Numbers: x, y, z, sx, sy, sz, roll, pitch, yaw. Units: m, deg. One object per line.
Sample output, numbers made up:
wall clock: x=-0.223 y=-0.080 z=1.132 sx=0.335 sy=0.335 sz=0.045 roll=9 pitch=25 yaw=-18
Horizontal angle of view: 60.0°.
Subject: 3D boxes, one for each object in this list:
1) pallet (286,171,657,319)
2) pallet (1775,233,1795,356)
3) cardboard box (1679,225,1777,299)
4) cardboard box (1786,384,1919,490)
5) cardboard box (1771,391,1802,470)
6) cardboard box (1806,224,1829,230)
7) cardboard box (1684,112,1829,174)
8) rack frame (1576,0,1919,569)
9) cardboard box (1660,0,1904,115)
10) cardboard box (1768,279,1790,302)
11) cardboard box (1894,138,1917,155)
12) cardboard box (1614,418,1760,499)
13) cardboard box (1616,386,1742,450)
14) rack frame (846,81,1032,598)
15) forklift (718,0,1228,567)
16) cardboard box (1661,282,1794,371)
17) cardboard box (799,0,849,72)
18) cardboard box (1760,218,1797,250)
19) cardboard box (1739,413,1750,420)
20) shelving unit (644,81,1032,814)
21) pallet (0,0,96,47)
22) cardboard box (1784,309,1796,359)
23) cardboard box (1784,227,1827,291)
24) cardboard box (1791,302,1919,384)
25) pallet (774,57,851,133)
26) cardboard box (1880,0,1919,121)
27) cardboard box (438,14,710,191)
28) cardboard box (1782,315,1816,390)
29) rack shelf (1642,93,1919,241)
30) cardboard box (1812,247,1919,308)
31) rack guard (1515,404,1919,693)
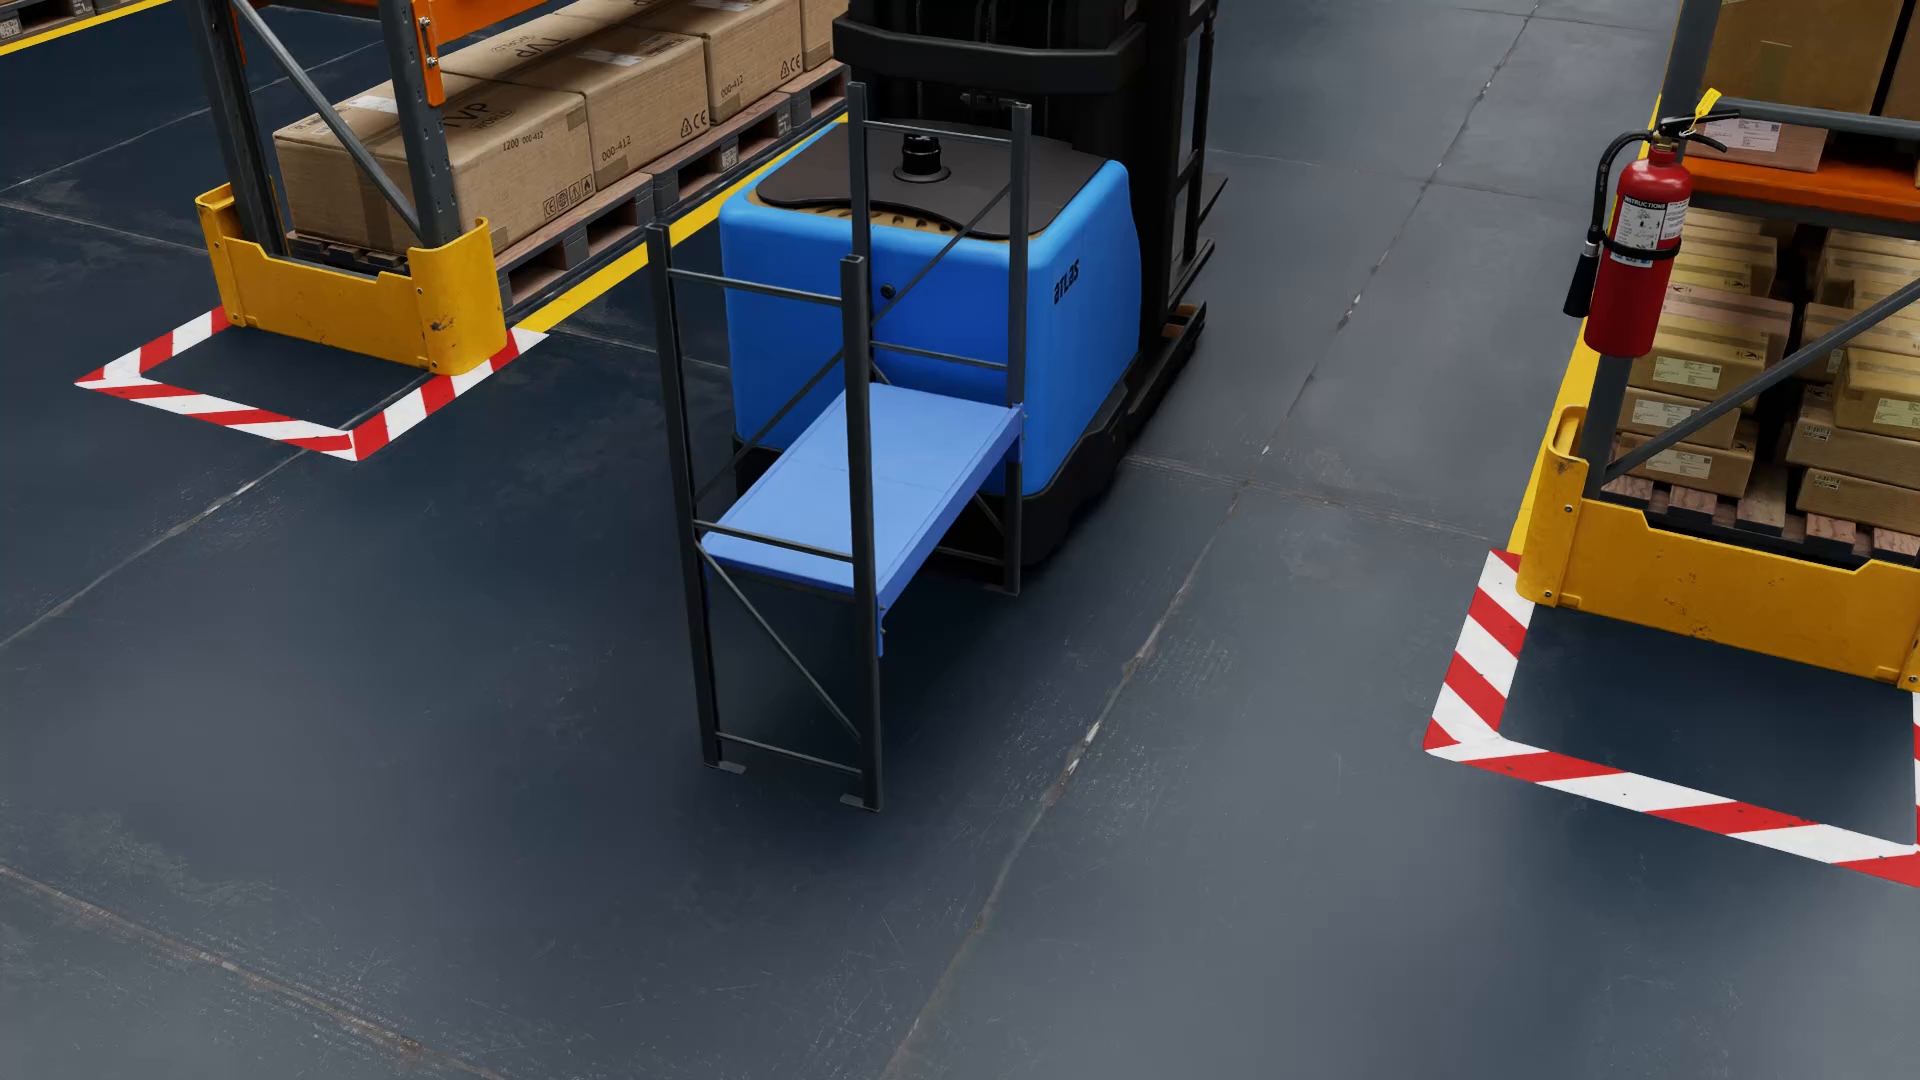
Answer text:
pallet: x=-2.047 y=-1.332 z=7.089 sx=1.003 sy=0.211 sz=1.213 roll=14 pitch=36 yaw=20
pallet: x=3.143 y=-0.870 z=6.384 sx=1.003 sy=0.211 sz=1.213 roll=14 pitch=36 yaw=20
cardboard box: x=2.535 y=-0.935 z=5.615 sx=0.380 sy=0.149 sz=0.250 roll=13 pitch=35 yaw=19
cardboard box: x=2.680 y=-0.306 z=4.927 sx=0.380 sy=0.149 sz=0.250 roll=16 pitch=36 yaw=22
cardboard box: x=2.772 y=-0.317 z=5.214 sx=0.380 sy=0.149 sz=0.250 roll=14 pitch=36 yaw=20
cardboard box: x=3.306 y=-1.219 z=6.048 sx=0.380 sy=0.149 sz=0.250 roll=14 pitch=36 yaw=21
cardboard box: x=2.107 y=-1.119 z=4.450 sx=0.380 sy=0.149 sz=0.250 roll=14 pitch=36 yaw=21
rack frame: x=2.227 y=-0.996 z=4.034 sx=1.000 sy=3.000 sz=0.127 roll=14 pitch=36 yaw=20
cardboard box: x=2.182 y=-1.446 z=4.357 sx=0.500 sy=0.500 sz=0.500 roll=15 pitch=36 yaw=21
cardboard box: x=2.611 y=-0.802 z=5.683 sx=0.380 sy=0.149 sz=0.250 roll=14 pitch=36 yaw=20
cardboard box: x=2.730 y=-1.114 z=4.442 sx=0.380 sy=0.149 sz=0.250 roll=15 pitch=36 yaw=22
cardboard box: x=2.258 y=-0.290 z=5.173 sx=0.380 sy=0.149 sz=0.250 roll=15 pitch=36 yaw=21
cardboard box: x=2.189 y=-0.433 z=5.120 sx=0.380 sy=0.149 sz=0.250 roll=13 pitch=36 yaw=19
rack frame: x=-0.057 y=-0.512 z=4.663 sx=0.500 sy=1.500 sz=0.032 roll=12 pitch=35 yaw=18
forklift: x=0.299 y=-1.944 z=5.542 sx=1.130 sy=2.935 sz=3.031 roll=12 pitch=35 yaw=18
cardboard box: x=2.376 y=-0.662 z=5.199 sx=0.380 sy=0.149 sz=0.250 roll=15 pitch=36 yaw=21
cardboard box: x=-0.998 y=-2.890 z=8.876 sx=0.875 sy=0.438 sz=0.875 roll=14 pitch=36 yaw=20
cardboard box: x=2.808 y=-1.187 z=6.000 sx=0.380 sy=0.149 sz=0.250 roll=13 pitch=35 yaw=19
cardboard box: x=2.463 y=-0.553 z=5.575 sx=0.380 sy=0.149 sz=0.250 roll=14 pitch=36 yaw=20
shelving unit: x=-0.245 y=-0.253 z=4.267 sx=0.538 sy=1.500 sz=1.048 roll=12 pitch=35 yaw=18
pallet: x=-5.945 y=-3.093 z=9.775 sx=1.003 sy=0.211 sz=1.213 roll=14 pitch=36 yaw=20
cardboard box: x=3.097 y=-0.693 z=5.788 sx=0.380 sy=0.149 sz=0.250 roll=14 pitch=36 yaw=21
cardboard box: x=3.174 y=-0.973 z=5.945 sx=0.380 sy=0.149 sz=0.250 roll=16 pitch=37 yaw=23
cardboard box: x=2.761 y=-0.577 z=5.068 sx=0.380 sy=0.149 sz=0.250 roll=15 pitch=36 yaw=21
pallet: x=-1.027 y=-2.547 z=8.942 sx=1.003 sy=0.211 sz=1.213 roll=14 pitch=36 yaw=20
cardboard box: x=2.666 y=-1.323 z=4.169 sx=0.500 sy=0.500 sz=0.500 roll=16 pitch=36 yaw=23
cardboard box: x=-1.750 y=-1.995 z=7.511 sx=0.875 sy=0.438 sz=0.875 roll=15 pitch=36 yaw=22
cardboard box: x=2.868 y=-0.572 z=5.332 sx=0.380 sy=0.149 sz=0.250 roll=15 pitch=36 yaw=21
rack shelf: x=3.064 y=-1.692 z=5.750 sx=1.077 sy=0.370 sz=4.000 roll=14 pitch=36 yaw=20
cardboard box: x=3.012 y=-0.815 z=5.432 sx=0.380 sy=0.149 sz=0.250 roll=12 pitch=35 yaw=18
rack guard: x=2.259 y=0.011 z=4.777 sx=1.175 sy=0.500 sz=0.348 roll=14 pitch=36 yaw=20
